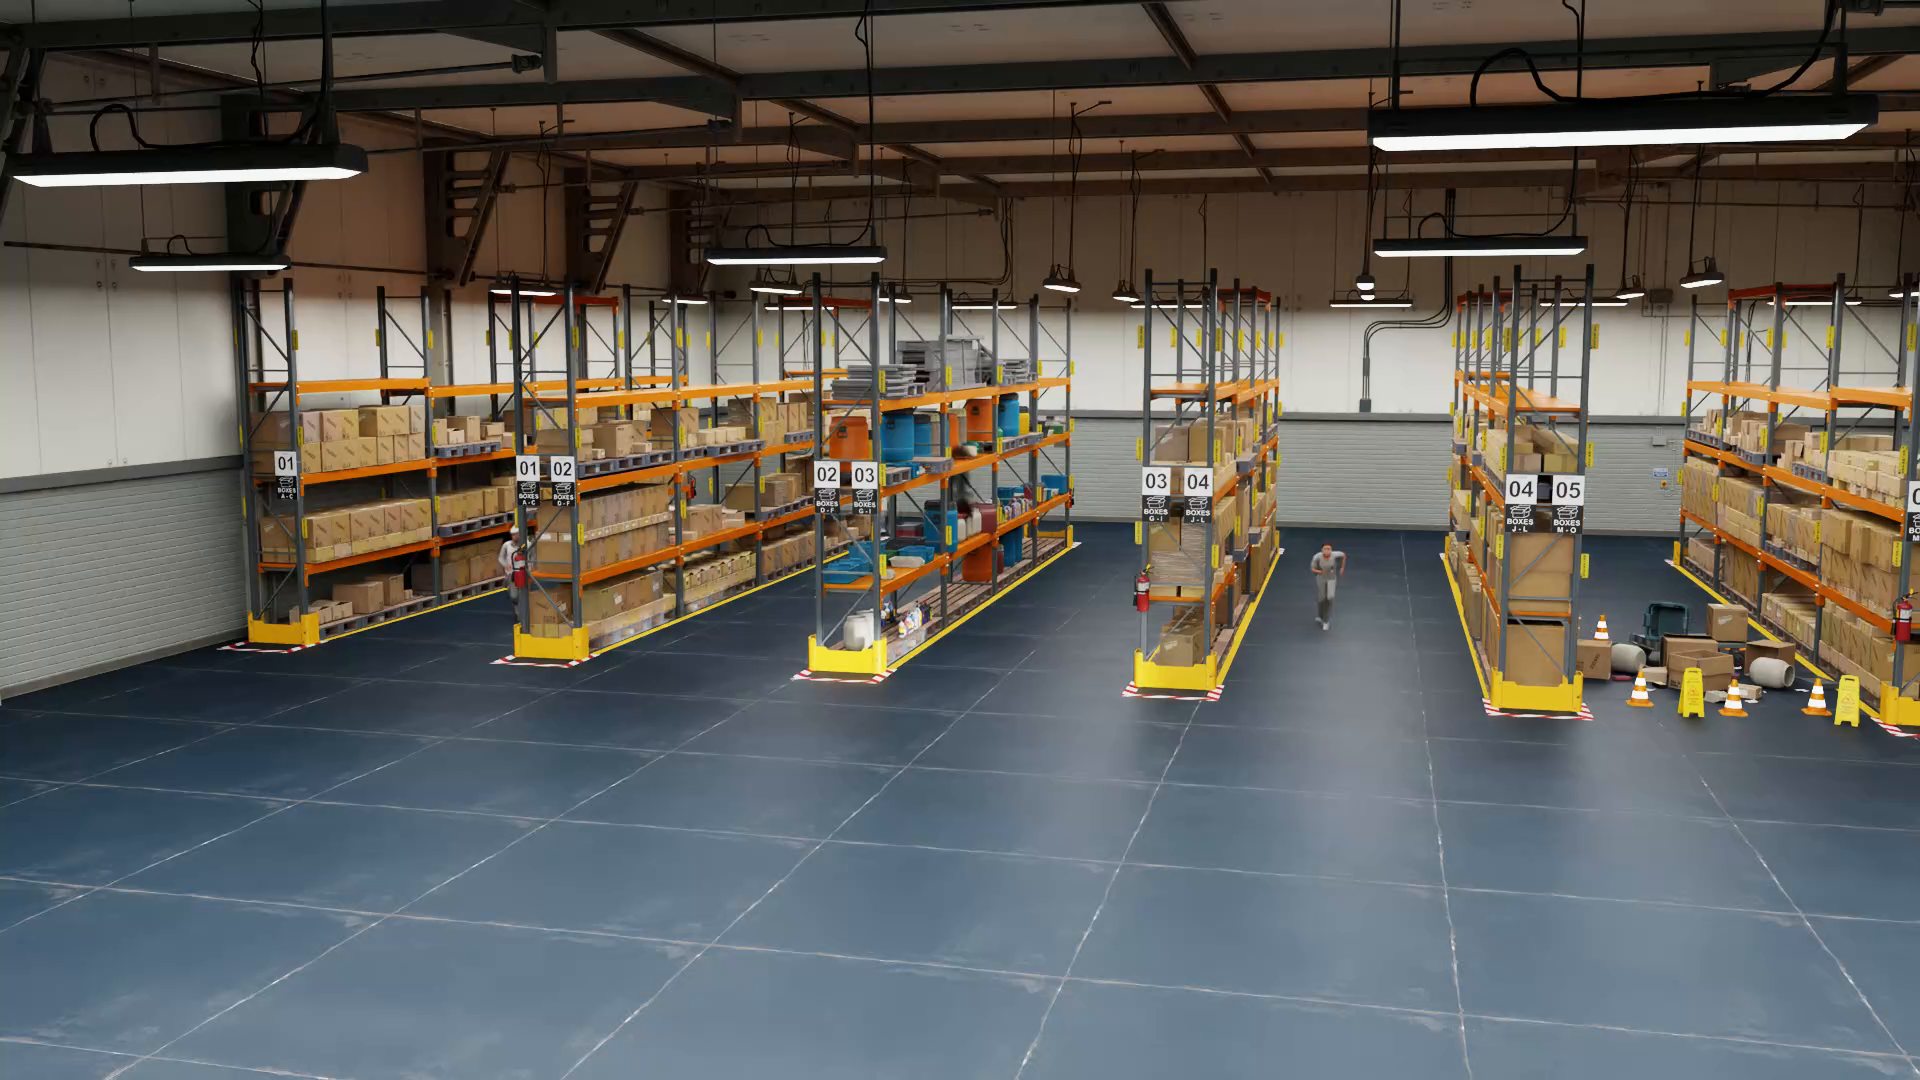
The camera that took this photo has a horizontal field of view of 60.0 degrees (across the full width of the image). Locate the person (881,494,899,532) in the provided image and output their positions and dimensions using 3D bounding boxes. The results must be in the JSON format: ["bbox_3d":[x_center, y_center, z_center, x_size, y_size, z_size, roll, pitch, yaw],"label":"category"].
[{"bbox_3d":[-1.894,-0.997,42.841,0.676,1.833,0.872,-4,8,-32],"label":"person"}]

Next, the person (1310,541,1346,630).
[{"bbox_3d":[6.407,0.771,29.055,0.613,1.602,0.950,1,7,7],"label":"person"}]

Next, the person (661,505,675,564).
[{"bbox_3d":[-6.397,-0.133,35.920,0.563,1.712,0.856,2,7,13],"label":"person"}]

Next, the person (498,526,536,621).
[{"bbox_3d":[-7.942,0.584,29.874,0.654,1.726,0.757,-1,7,-9],"label":"person"}]
